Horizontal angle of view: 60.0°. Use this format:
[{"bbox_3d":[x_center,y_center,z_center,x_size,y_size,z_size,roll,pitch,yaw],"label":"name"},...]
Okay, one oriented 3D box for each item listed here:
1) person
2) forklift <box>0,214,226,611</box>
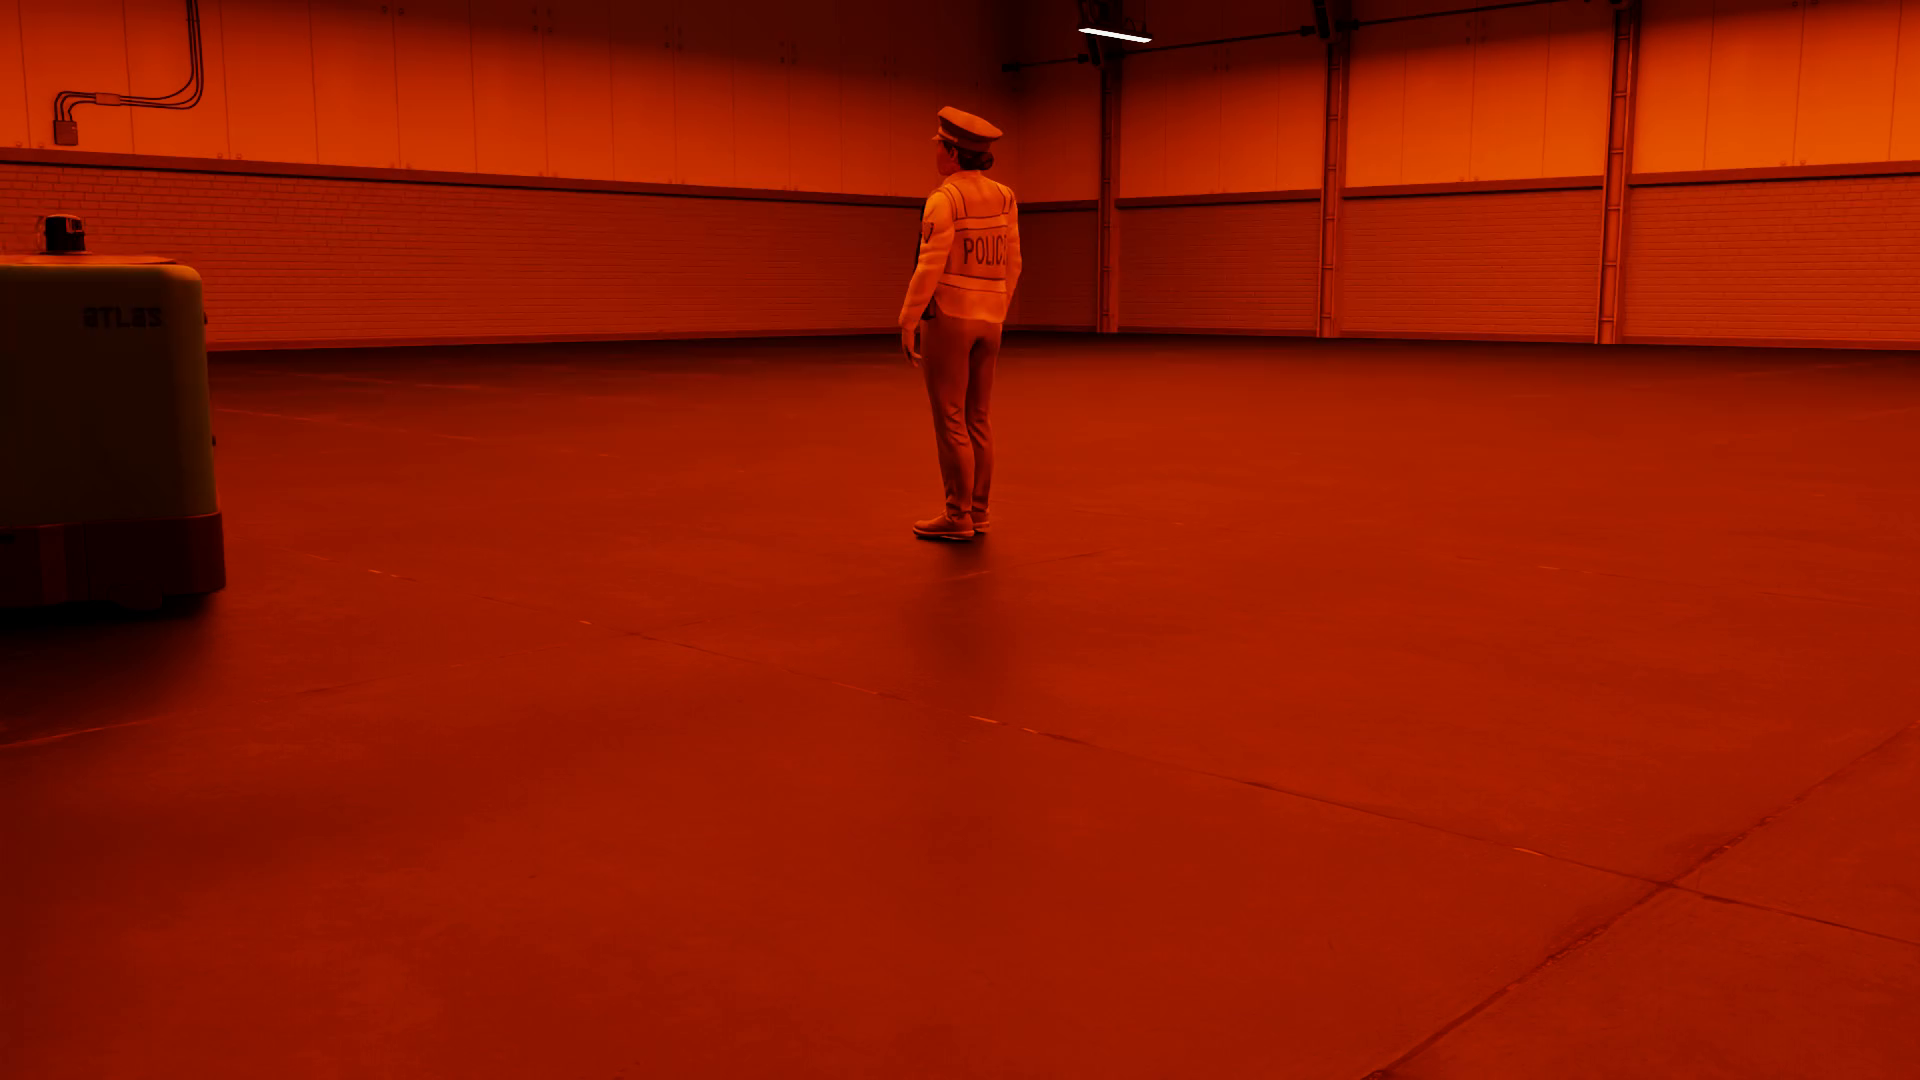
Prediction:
[{"bbox_3d":[-0.045,-0.853,6.642,0.531,1.695,0.587,8,12,43],"label":"person"},{"bbox_3d":[-3.874,-1.194,4.806,3.031,2.935,1.130,-4,9,-24],"label":"forklift"}]
